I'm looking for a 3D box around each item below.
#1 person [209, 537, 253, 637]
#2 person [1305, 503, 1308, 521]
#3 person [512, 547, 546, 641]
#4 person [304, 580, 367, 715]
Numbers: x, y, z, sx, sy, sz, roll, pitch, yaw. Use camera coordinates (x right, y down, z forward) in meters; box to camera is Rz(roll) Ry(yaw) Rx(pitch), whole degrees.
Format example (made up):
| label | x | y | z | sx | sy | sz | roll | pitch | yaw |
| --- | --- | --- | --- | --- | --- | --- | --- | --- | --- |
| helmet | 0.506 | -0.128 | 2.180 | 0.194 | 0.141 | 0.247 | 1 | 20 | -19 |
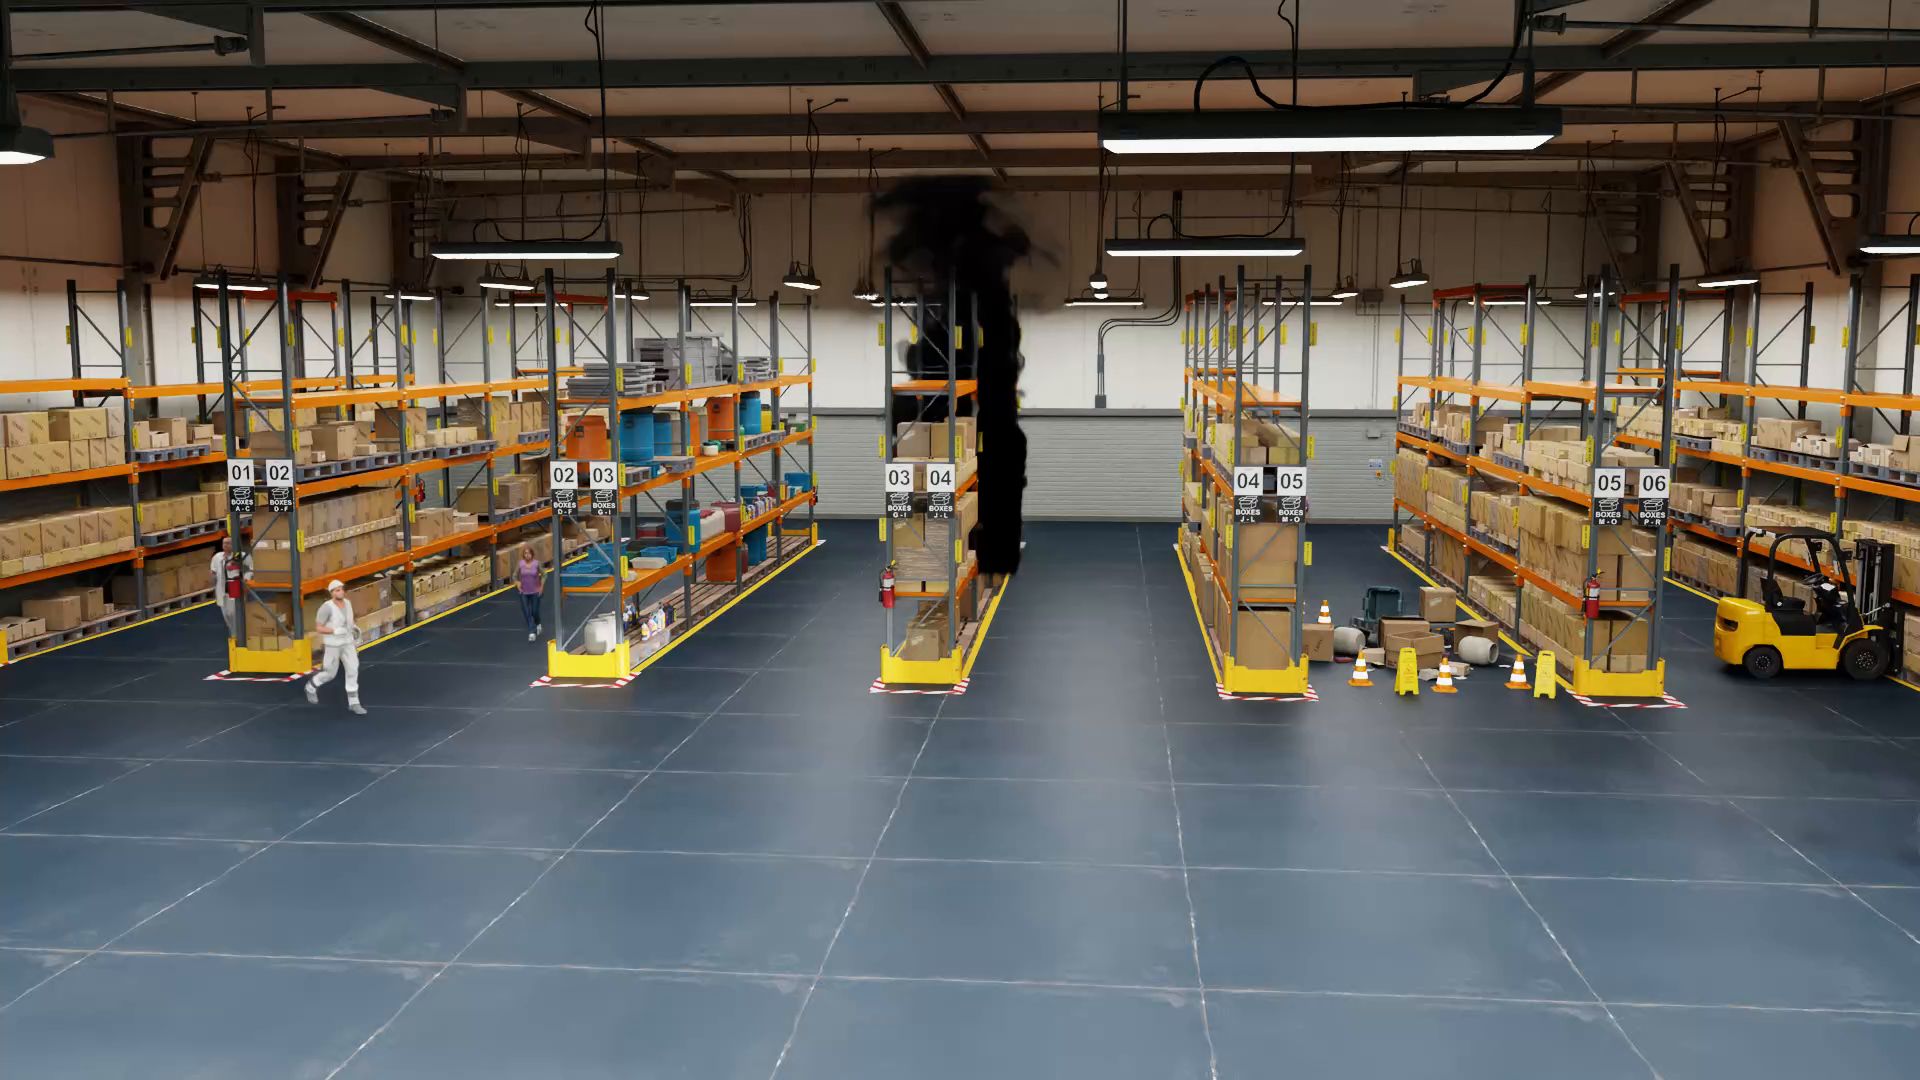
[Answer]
| label | x | y | z | sx | sy | sz | roll | pitch | yaw |
| --- | --- | --- | --- | --- | --- | --- | --- | --- | --- |
| person | -11.898 | 0.850 | 27.087 | 0.687 | 1.805 | 0.734 | 1 | 7 | 4 |
| person | 7.492 | -0.435 | 37.757 | 0.712 | 1.730 | 0.599 | 0 | 7 | 0 |
| person | -7.136 | 0.891 | 27.544 | 0.543 | 1.567 | 0.530 | -1 | 7 | -6 |
| person | -8.352 | 1.415 | 22.273 | 0.993 | 1.790 | 0.670 | 4 | 8 | 32 |
